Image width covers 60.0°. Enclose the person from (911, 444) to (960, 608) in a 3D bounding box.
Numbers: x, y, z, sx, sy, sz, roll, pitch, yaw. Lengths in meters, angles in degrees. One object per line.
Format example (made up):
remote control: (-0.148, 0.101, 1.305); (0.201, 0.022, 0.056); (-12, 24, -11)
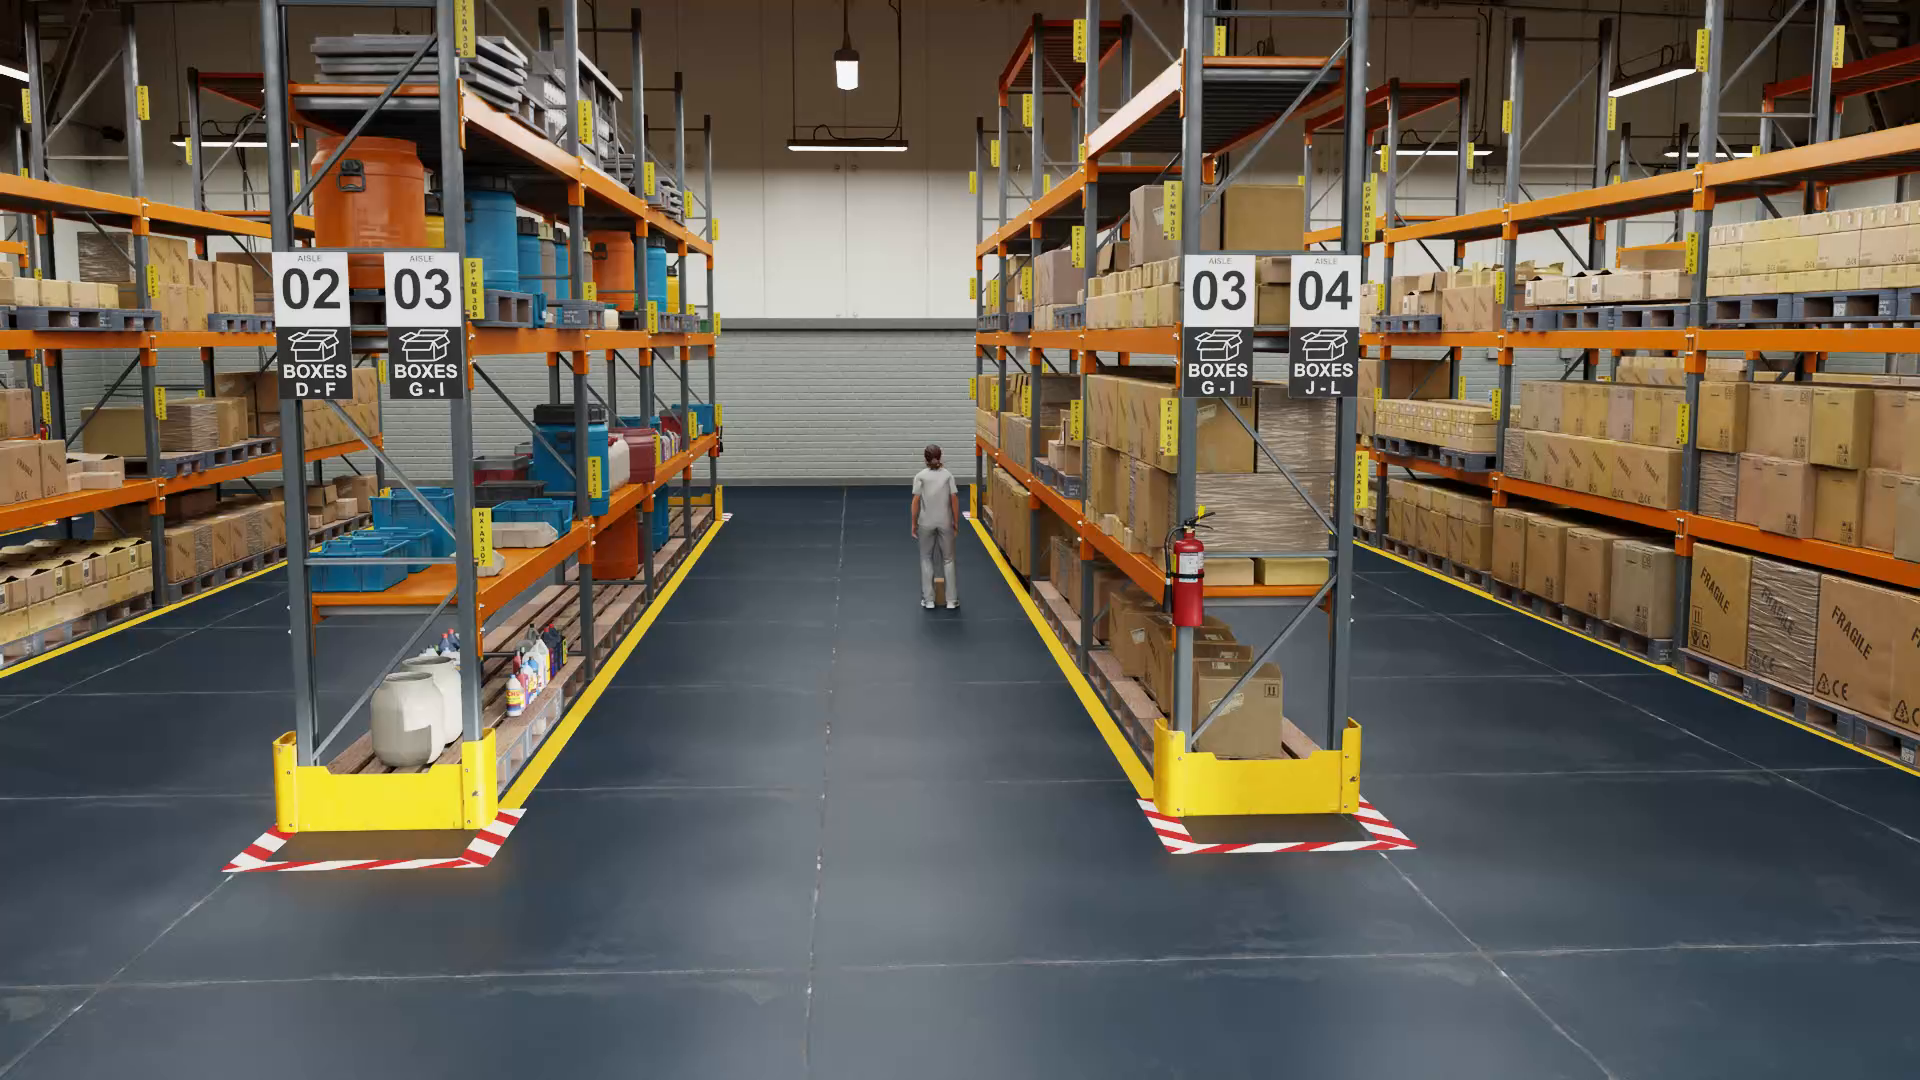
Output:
person: (-0.249, -0.142, 16.929); (0.514, 1.672, 0.414); (-1, 7, -7)
